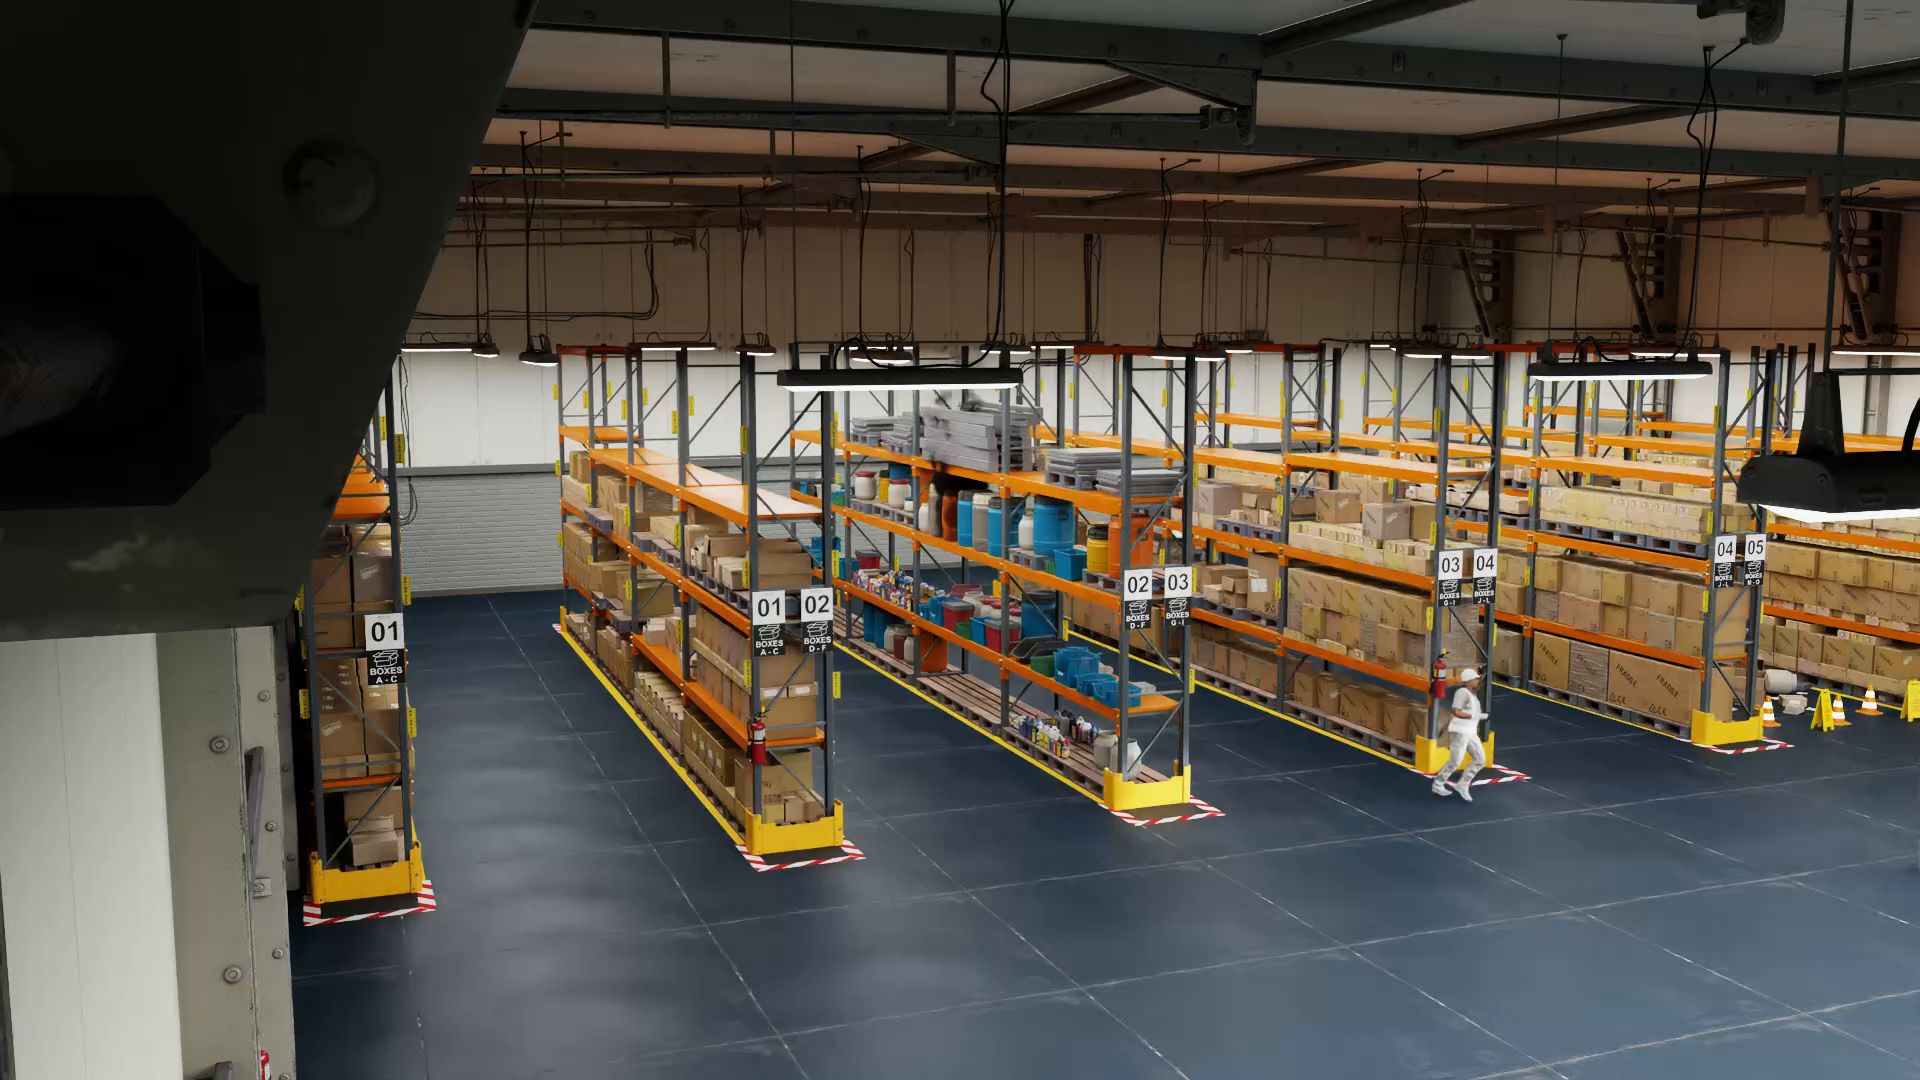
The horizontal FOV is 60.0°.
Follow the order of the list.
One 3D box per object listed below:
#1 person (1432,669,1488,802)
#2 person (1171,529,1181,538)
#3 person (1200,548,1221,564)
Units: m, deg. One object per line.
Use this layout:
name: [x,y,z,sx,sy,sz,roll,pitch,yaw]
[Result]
person: [6.843,2.626,22.483,0.693,1.783,0.686,6,10,41]
person: [5.221,0.296,41.253,0.528,1.647,0.616,-4,8,-30]
person: [6.342,0.181,41.810,0.900,1.736,0.701,3,8,24]
